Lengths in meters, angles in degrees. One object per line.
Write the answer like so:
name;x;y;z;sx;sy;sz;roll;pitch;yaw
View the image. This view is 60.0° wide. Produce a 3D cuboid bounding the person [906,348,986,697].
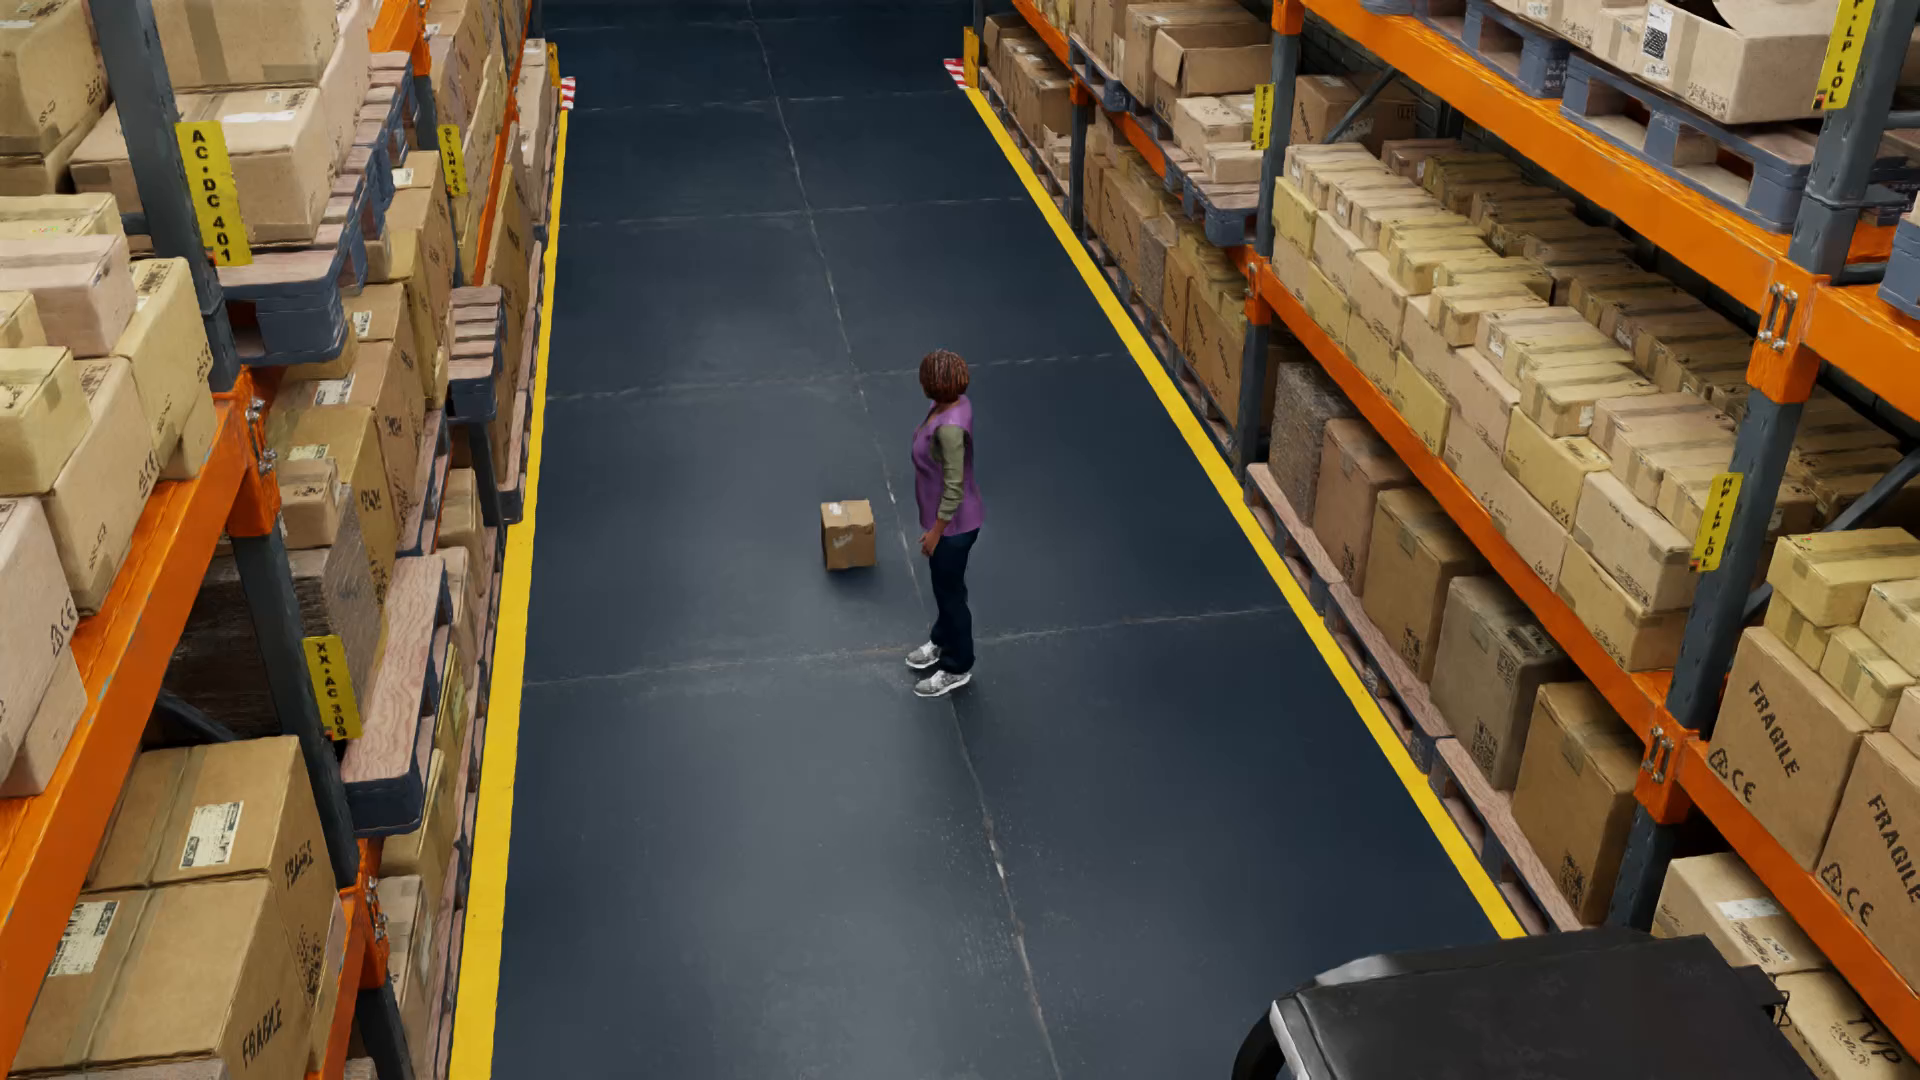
person;-0.070;-0.078;7.256;0.363;1.632;0.460;0;31;1
